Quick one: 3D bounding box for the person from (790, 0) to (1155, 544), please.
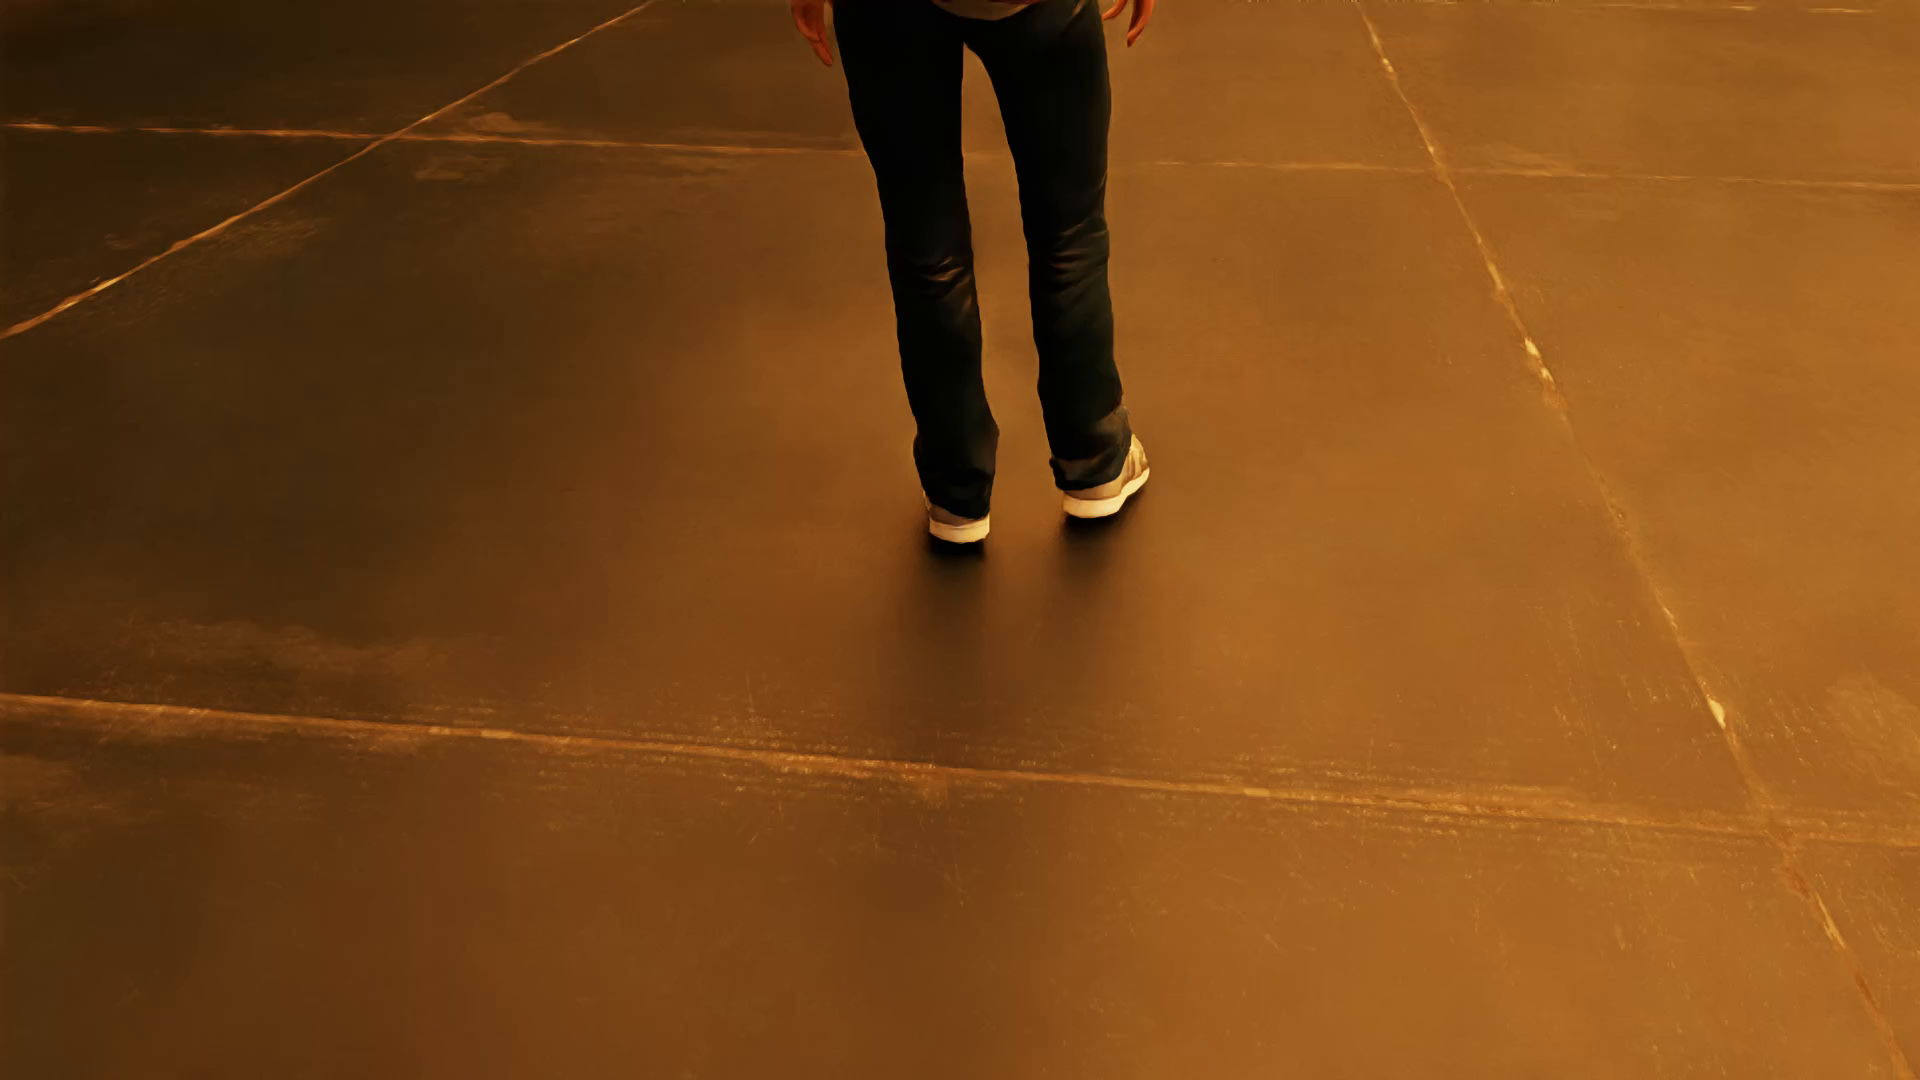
[{"bbox_3d":[0.024,-0.743,2.209,0.520,1.576,0.474,3,27,7],"label":"person"}]
